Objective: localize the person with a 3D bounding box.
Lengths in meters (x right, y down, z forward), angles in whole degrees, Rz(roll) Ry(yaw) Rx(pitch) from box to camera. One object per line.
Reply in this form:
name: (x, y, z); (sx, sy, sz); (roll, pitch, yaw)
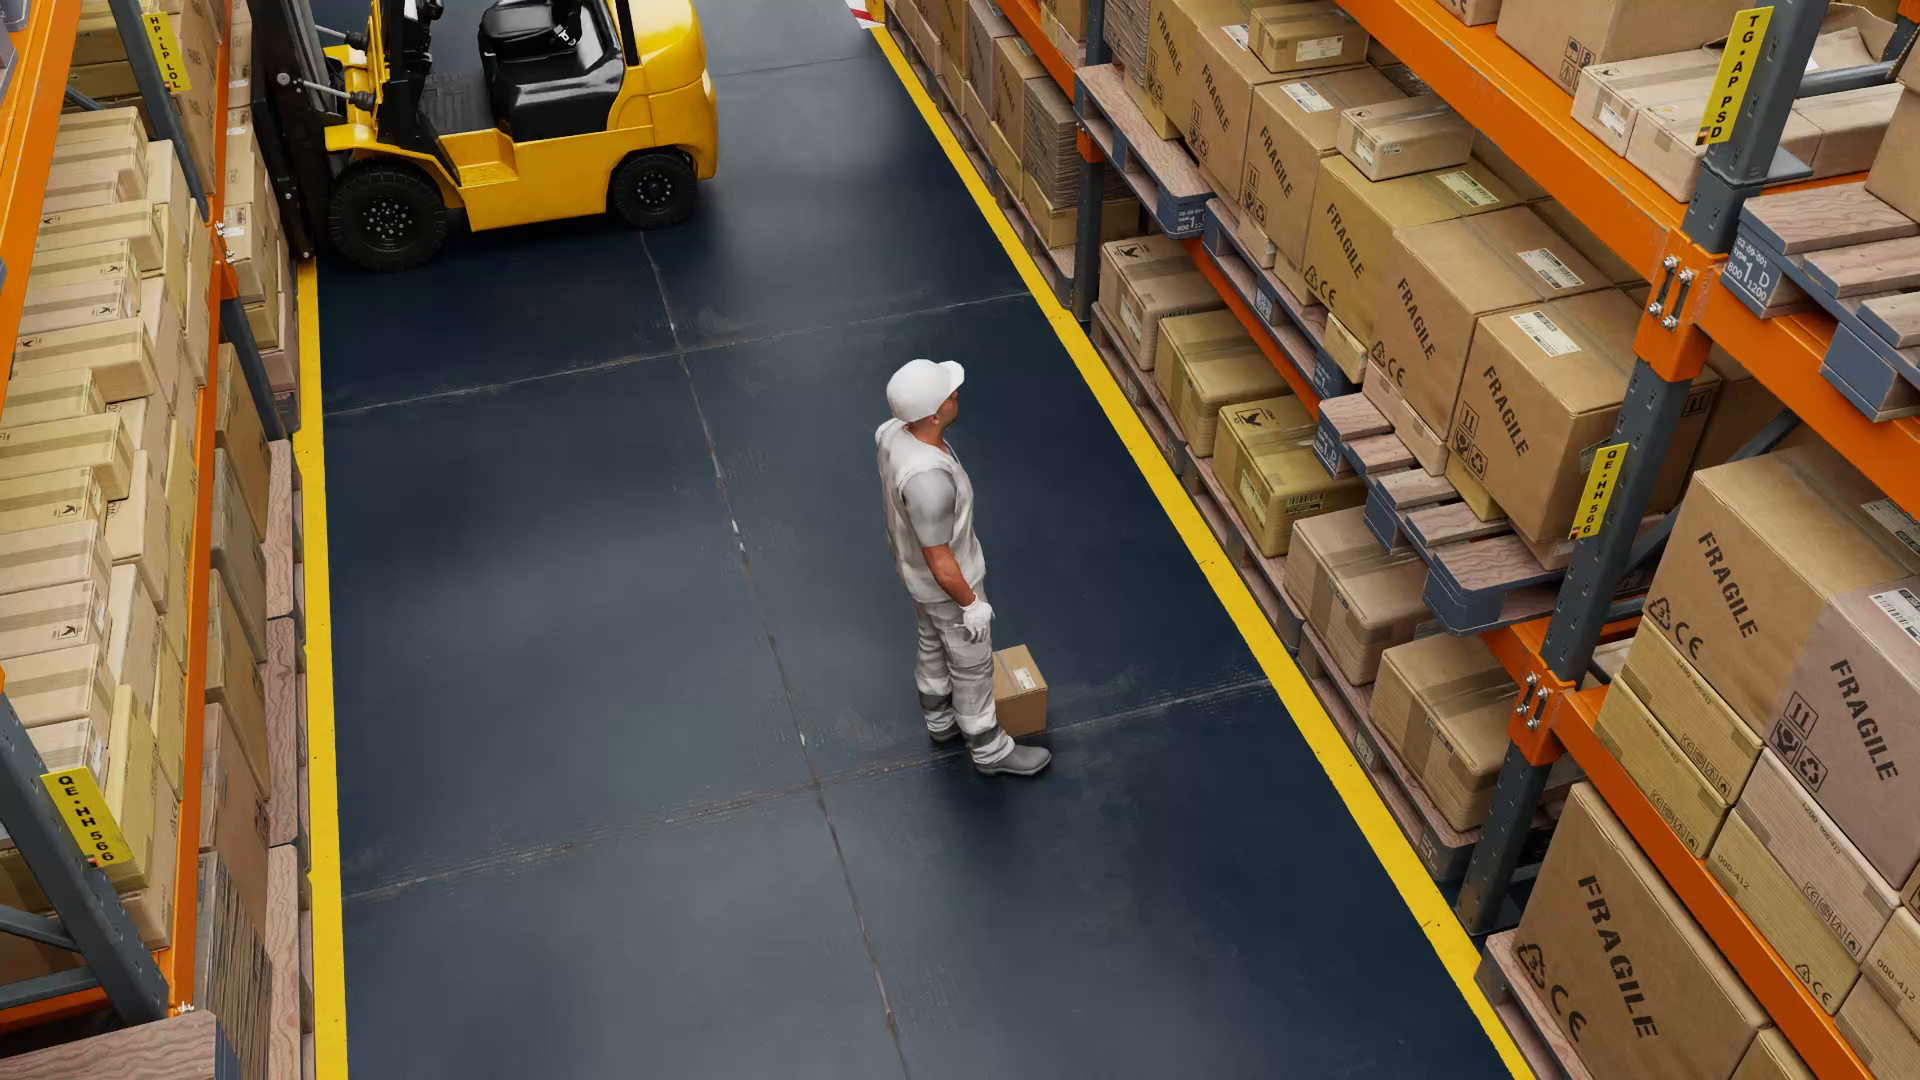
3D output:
person: (0.011, 0.094, 6.023); (0.561, 1.790, 0.637); (-12, 43, -13)
